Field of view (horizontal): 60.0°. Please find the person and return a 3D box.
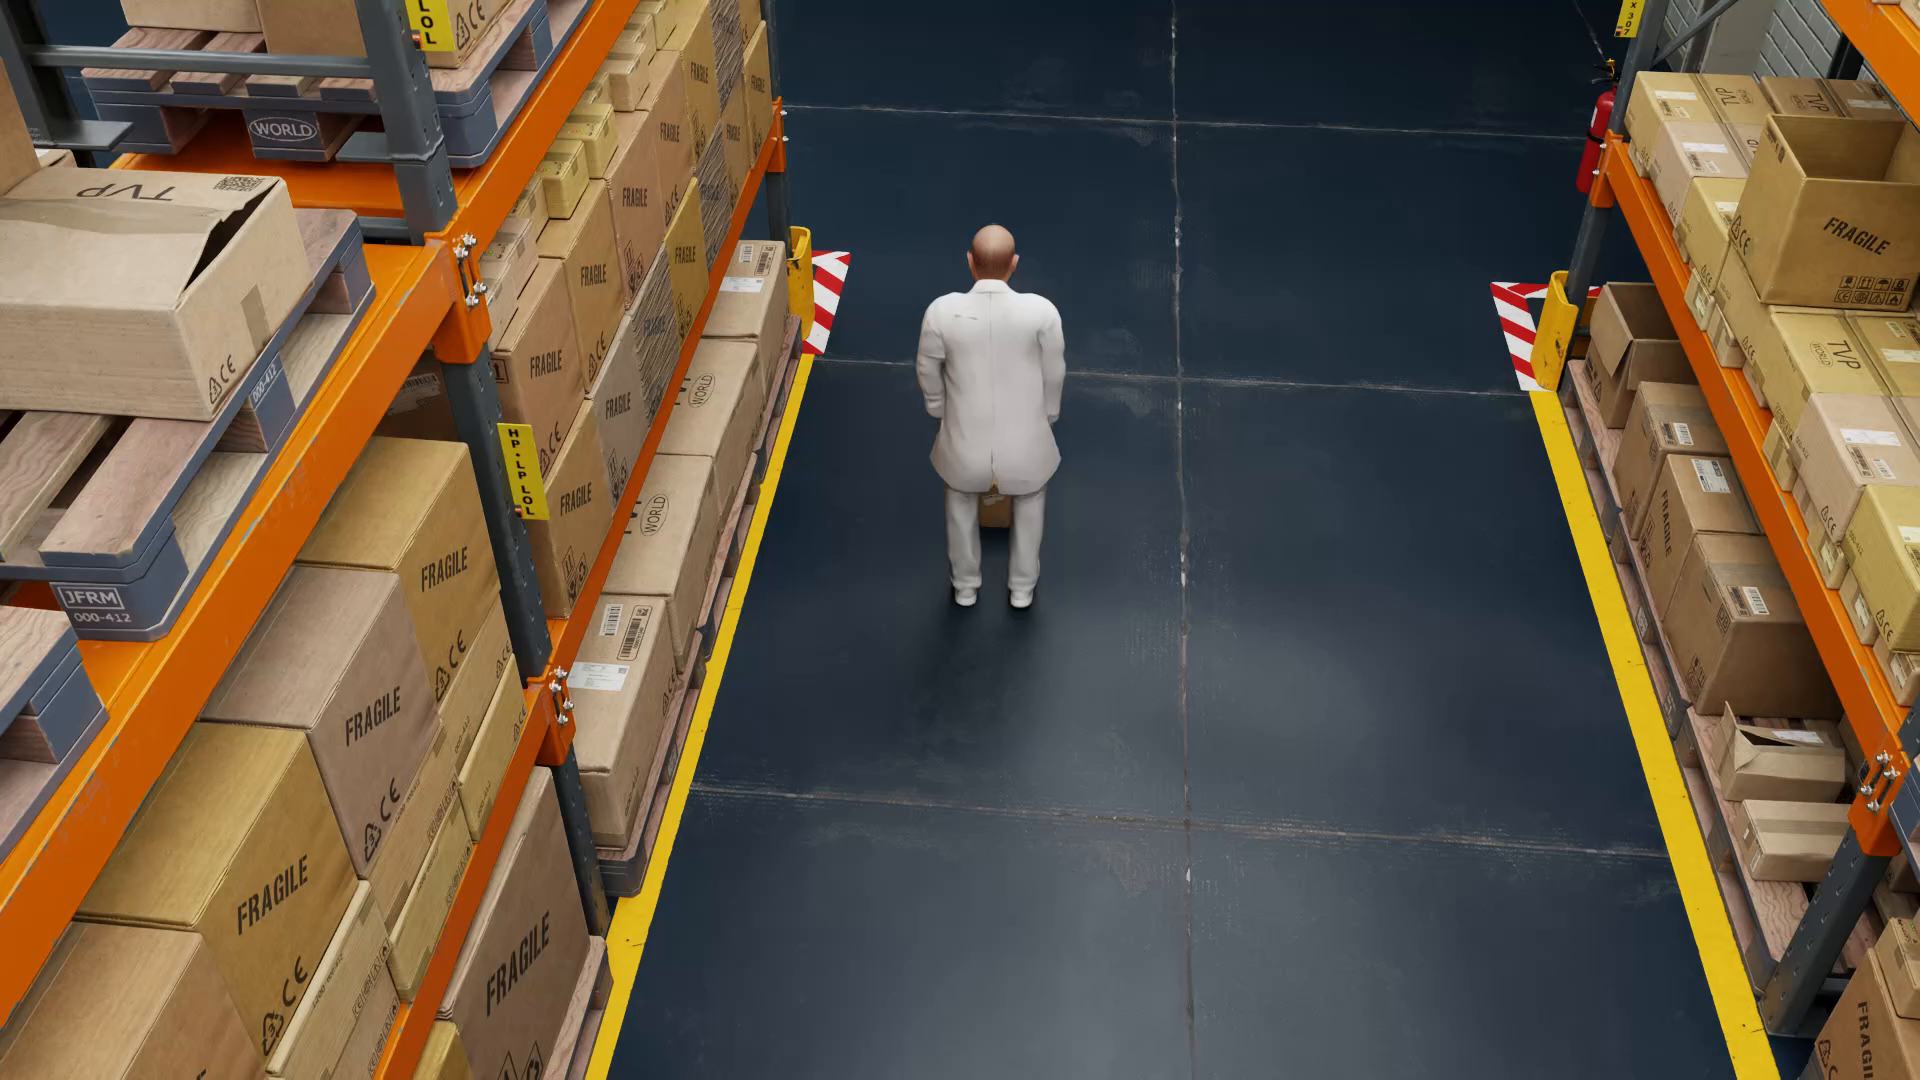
[{"bbox_3d":[0.155,-0.246,7.162,0.598,0.895,0.902,3,40,4],"label":"person"}]
